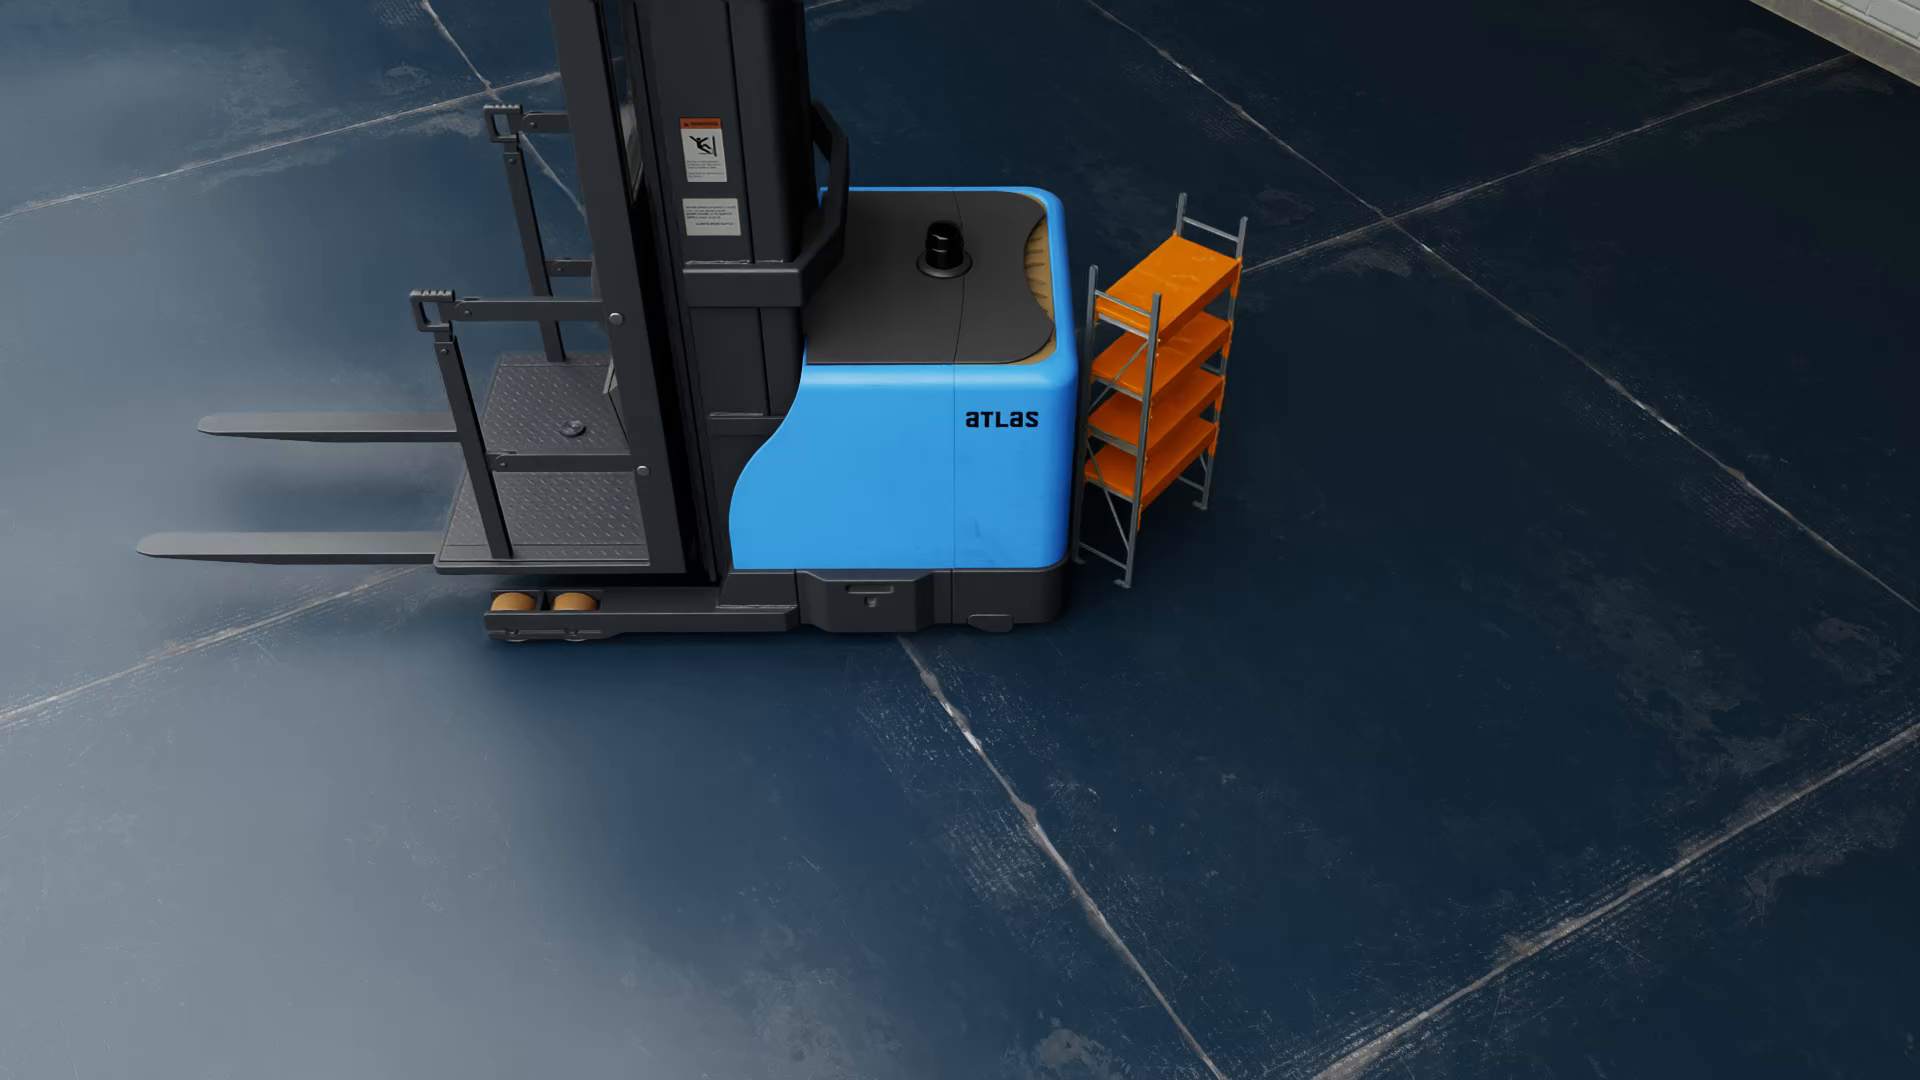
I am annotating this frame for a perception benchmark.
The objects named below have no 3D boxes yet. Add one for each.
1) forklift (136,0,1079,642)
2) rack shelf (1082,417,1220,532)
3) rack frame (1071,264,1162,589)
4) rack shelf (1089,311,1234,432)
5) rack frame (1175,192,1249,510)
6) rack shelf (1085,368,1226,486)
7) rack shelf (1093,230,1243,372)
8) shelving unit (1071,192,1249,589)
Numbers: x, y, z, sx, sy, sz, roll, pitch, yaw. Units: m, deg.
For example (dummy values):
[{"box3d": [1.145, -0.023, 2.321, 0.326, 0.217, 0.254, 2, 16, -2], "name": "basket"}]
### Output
[{"box3d": [-1.163, -1.092, 4.771, 3.031, 2.935, 1.130, 0, 44, 0], "name": "forklift"}, {"box3d": [0.627, -0.264, 5.542, 0.258, 0.148, 0.480, 28, 51, 26], "name": "rack shelf"}, {"box3d": [0.478, -0.320, 5.218, 0.240, 1.200, 0.015, 28, 51, 26], "name": "rack frame"}, {"box3d": [0.627, -0.567, 5.248, 0.258, 0.148, 0.480, 28, 51, 26], "name": "rack shelf"}, {"box3d": [0.775, -0.589, 5.496, 0.240, 1.200, 0.015, 28, 51, 26], "name": "rack frame"}, {"box3d": [0.627, -0.406, 5.404, 0.258, 0.148, 0.480, 28, 51, 26], "name": "rack shelf"}, {"box3d": [0.627, -0.737, 5.083, 0.258, 0.148, 0.480, 28, 51, 26], "name": "rack shelf"}, {"box3d": [0.627, -0.455, 5.357, 0.258, 1.200, 0.503, 28, 51, 26], "name": "shelving unit"}]
